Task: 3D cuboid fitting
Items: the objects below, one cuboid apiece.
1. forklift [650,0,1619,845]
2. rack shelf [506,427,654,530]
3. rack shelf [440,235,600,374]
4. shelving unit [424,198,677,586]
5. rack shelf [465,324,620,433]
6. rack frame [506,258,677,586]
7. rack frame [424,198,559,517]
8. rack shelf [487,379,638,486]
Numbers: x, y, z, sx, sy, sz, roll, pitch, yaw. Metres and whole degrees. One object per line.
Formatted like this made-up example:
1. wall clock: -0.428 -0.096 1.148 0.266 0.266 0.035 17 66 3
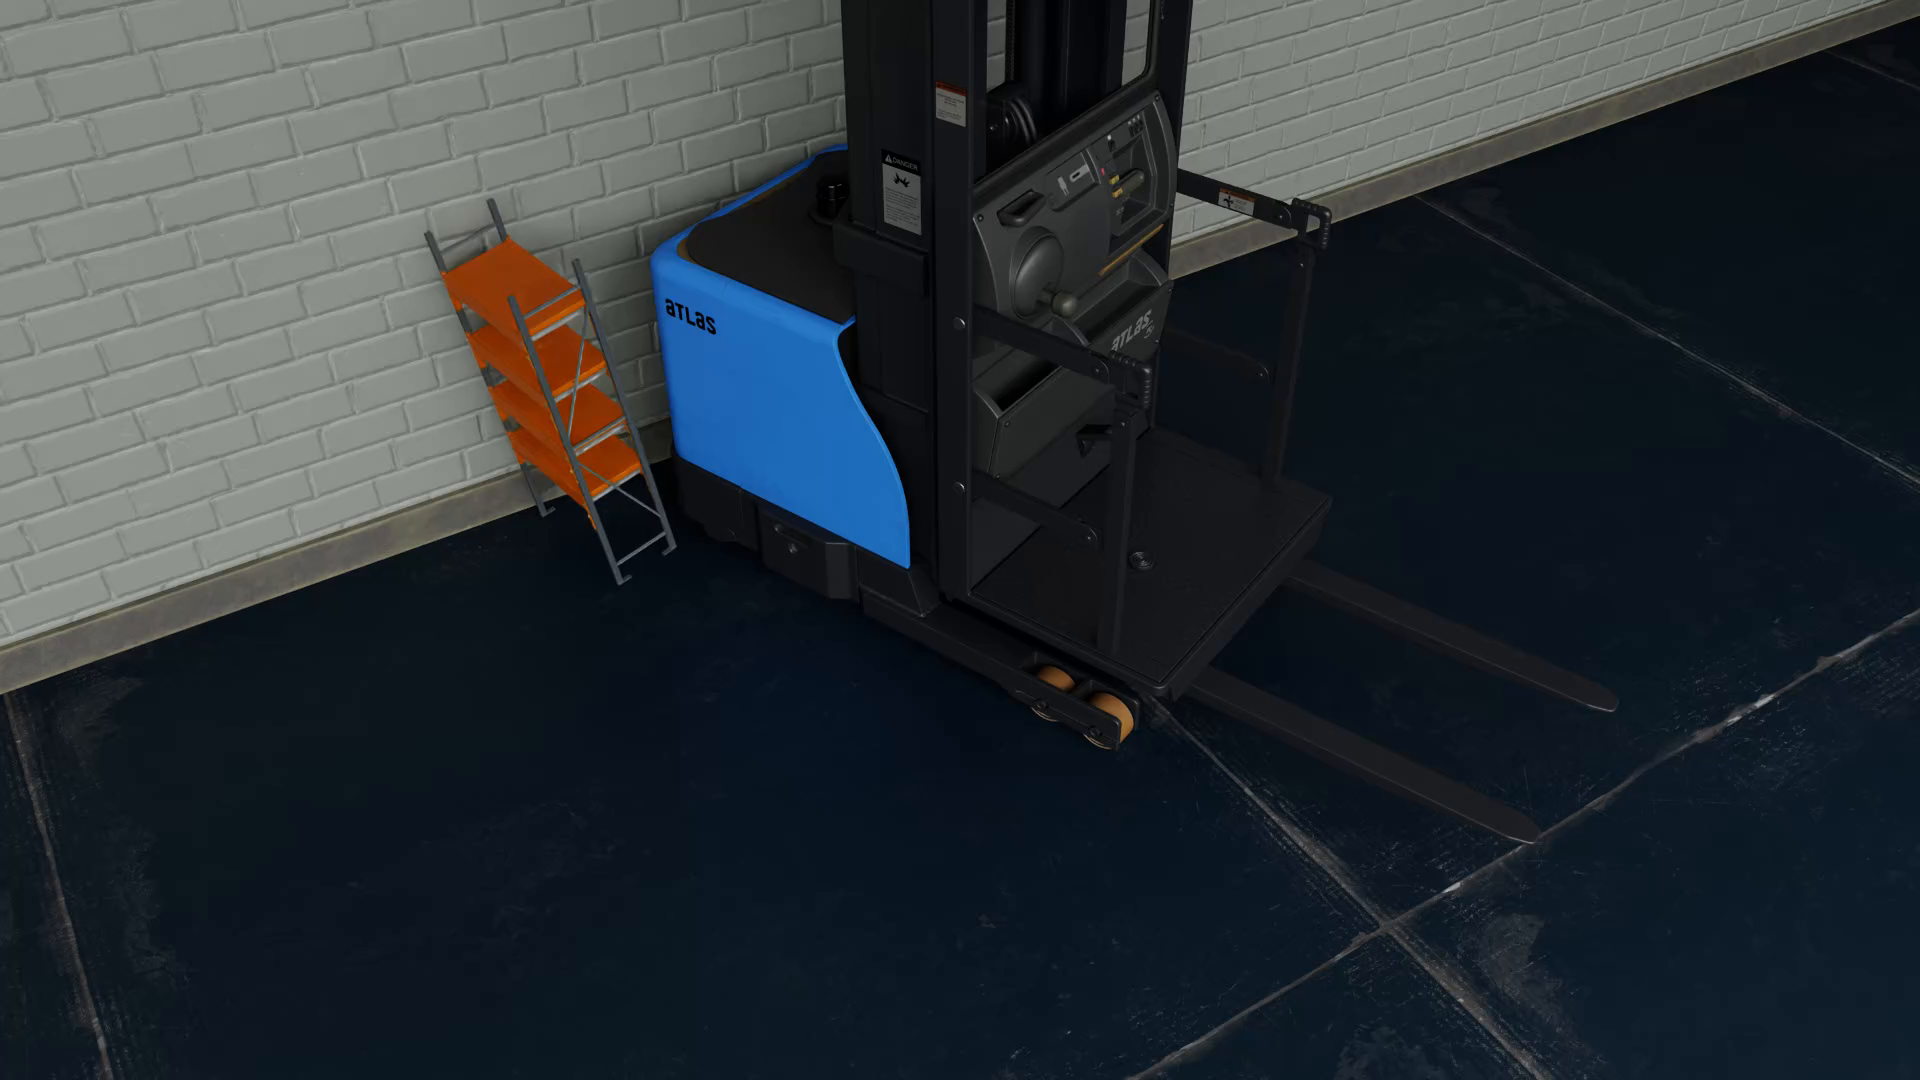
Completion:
1. forklift: 0.505 -0.889 4.527 3.031 2.935 1.130 25 46 27
2. rack shelf: -1.257 -0.263 5.516 0.258 0.148 0.480 -36 51 -24
3. rack shelf: -1.332 -0.721 5.049 0.258 0.148 0.480 -36 51 -24
4. shelving unit: -1.287 -0.448 5.327 0.258 1.200 0.503 -36 51 -24
5. rack shelf: -1.305 -0.557 5.216 0.258 0.148 0.480 -36 51 -24
6. rack frame: -1.125 -0.332 5.187 0.240 1.200 0.015 -36 51 -24
7. rack frame: -1.450 -0.564 5.468 0.240 1.200 0.015 -36 51 -24
8. rack shelf: -1.280 -0.401 5.375 0.258 0.148 0.480 -36 51 -24
